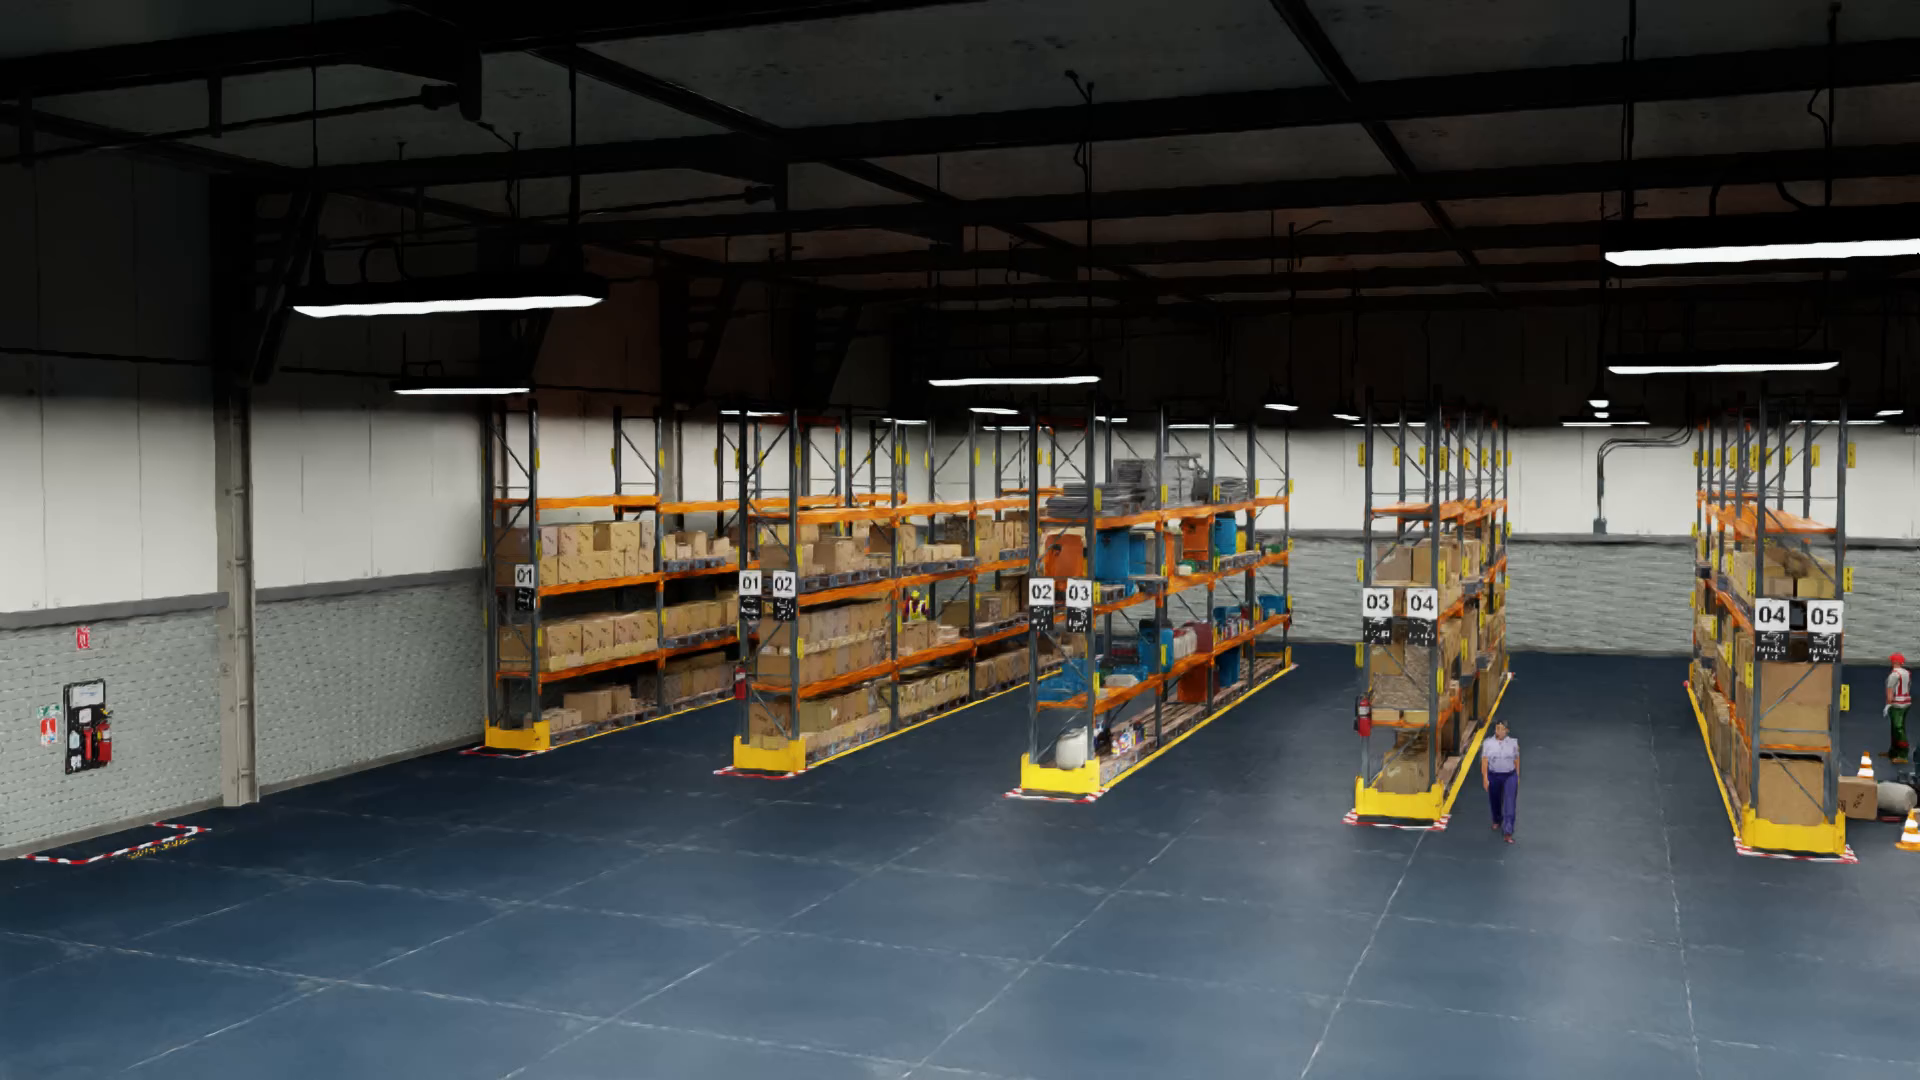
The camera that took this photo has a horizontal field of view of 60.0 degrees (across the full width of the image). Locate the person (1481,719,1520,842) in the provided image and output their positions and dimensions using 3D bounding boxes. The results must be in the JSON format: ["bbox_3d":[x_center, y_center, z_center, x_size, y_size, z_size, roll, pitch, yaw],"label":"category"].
[{"bbox_3d":[7.114,3.123,21.904,0.479,1.567,1.090,1,3,23],"label":"person"}]

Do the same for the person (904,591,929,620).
[{"bbox_3d":[-1.076,2.111,41.426,0.690,1.713,0.561,1,3,19],"label":"person"}]

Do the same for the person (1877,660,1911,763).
[{"bbox_3d":[15.417,2.766,27.425,0.655,1.732,0.577,-2,4,-39],"label":"person"}]
